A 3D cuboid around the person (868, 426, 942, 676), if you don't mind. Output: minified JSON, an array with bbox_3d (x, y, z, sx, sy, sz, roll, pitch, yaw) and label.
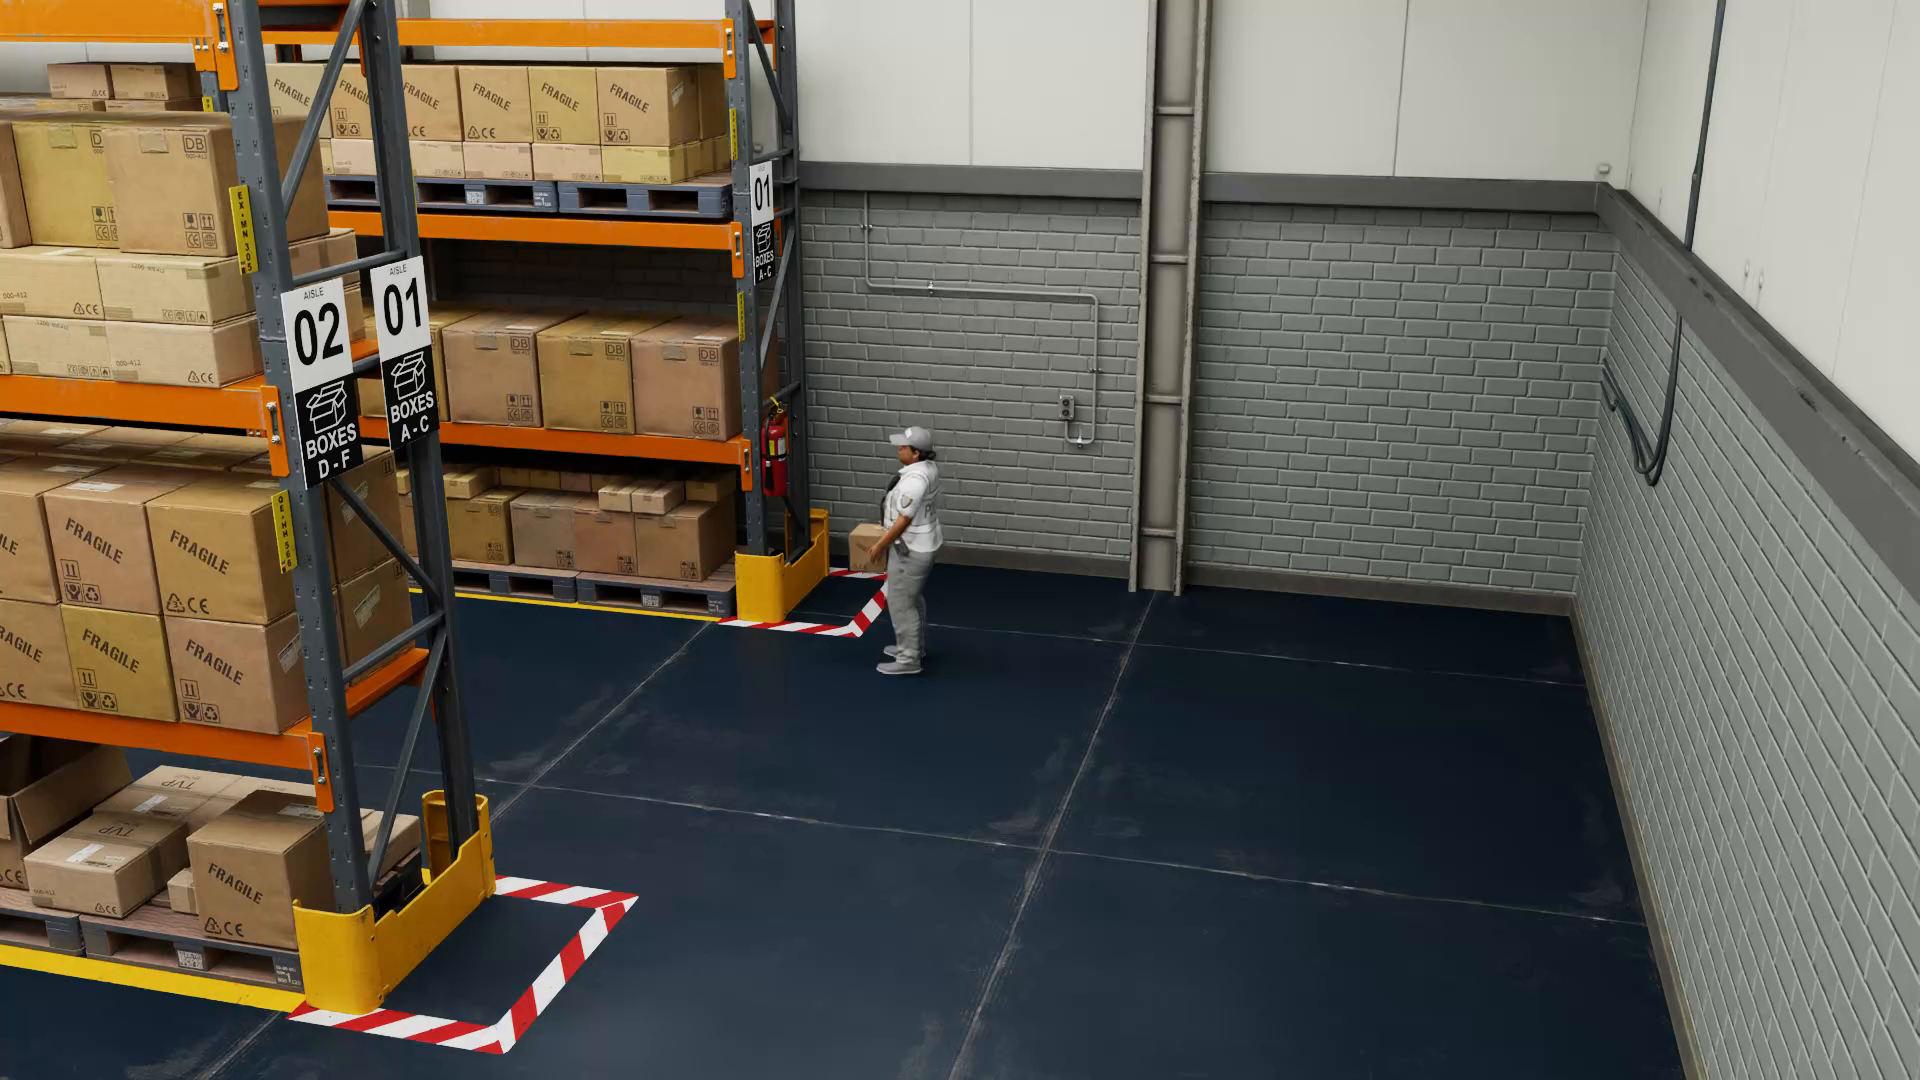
[{"bbox_3d":[-0.355,0.059,10.869,0.466,1.670,0.528,4,19,11],"label":"person"}]
